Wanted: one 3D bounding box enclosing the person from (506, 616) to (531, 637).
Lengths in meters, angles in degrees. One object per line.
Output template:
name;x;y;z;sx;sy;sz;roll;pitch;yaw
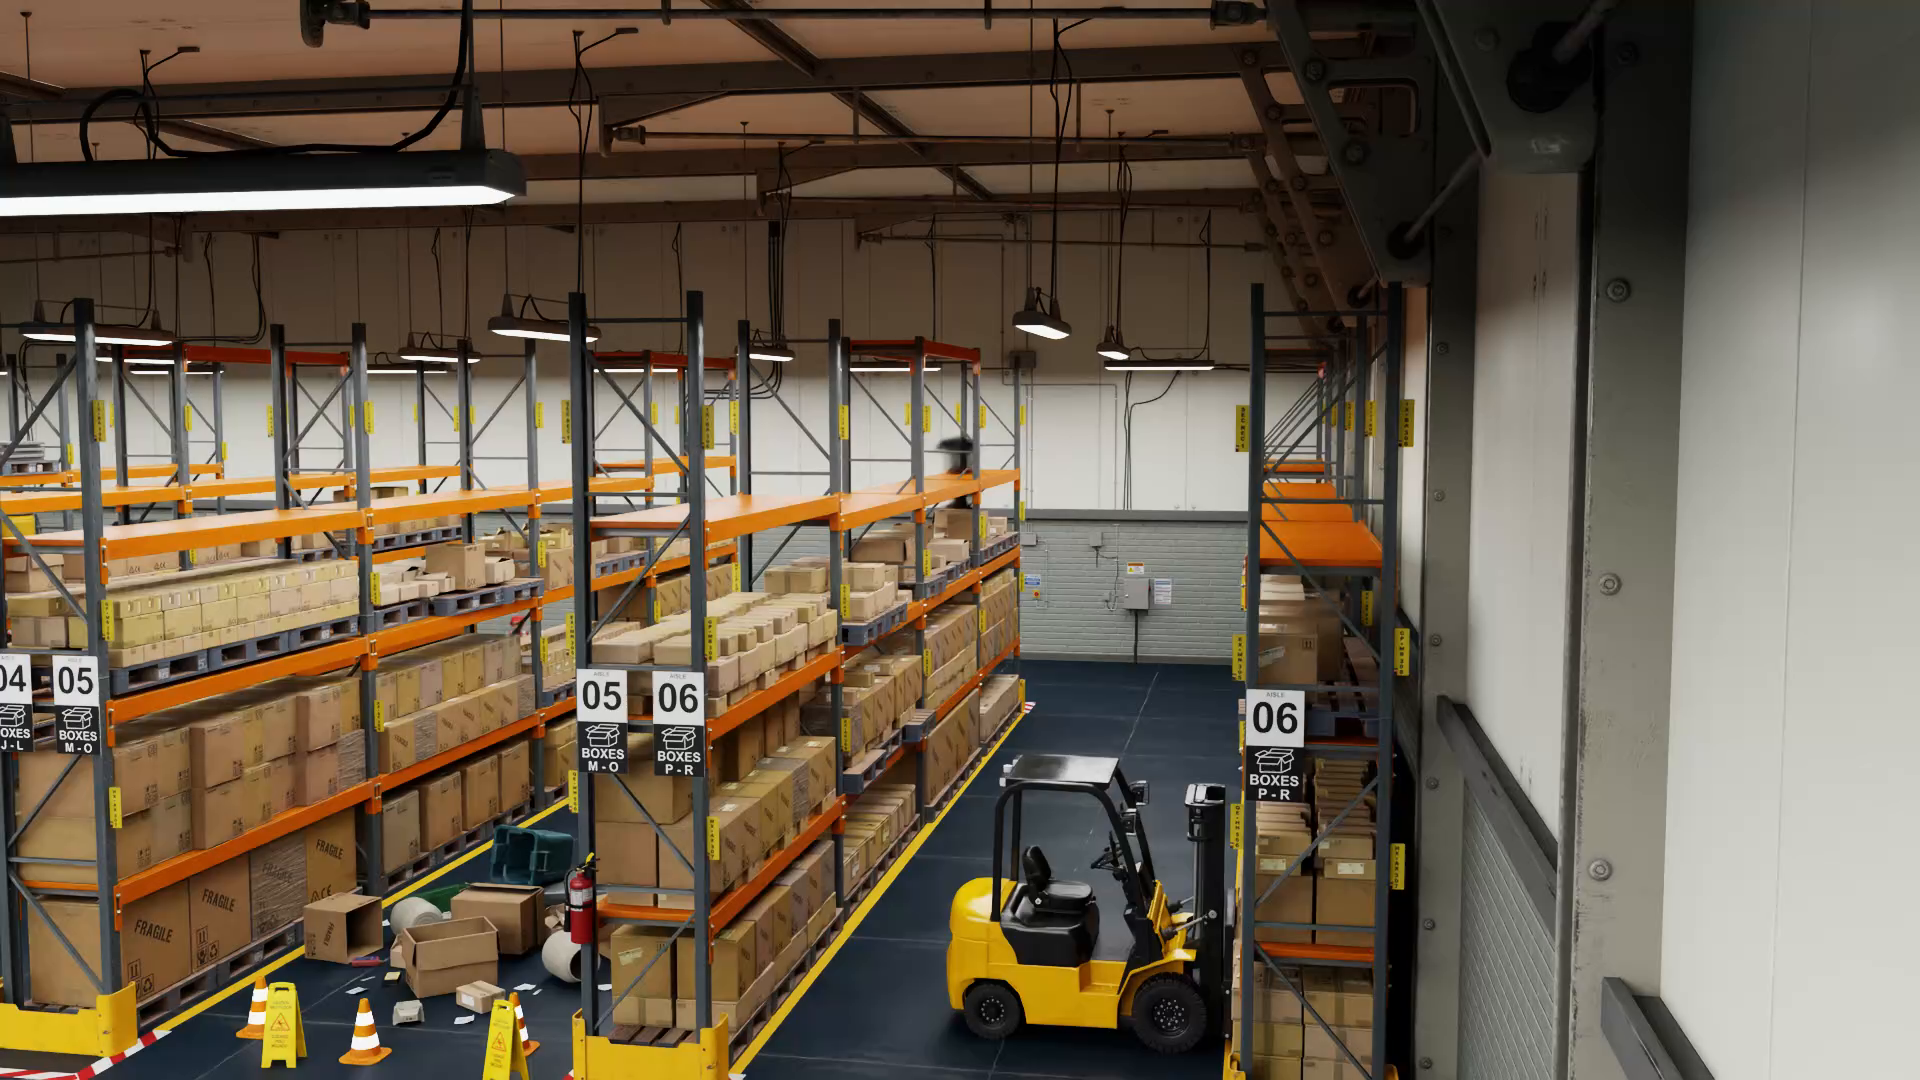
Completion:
person;-7.303;2.098;27.549;0.653;1.733;0.715;0;5;-2
